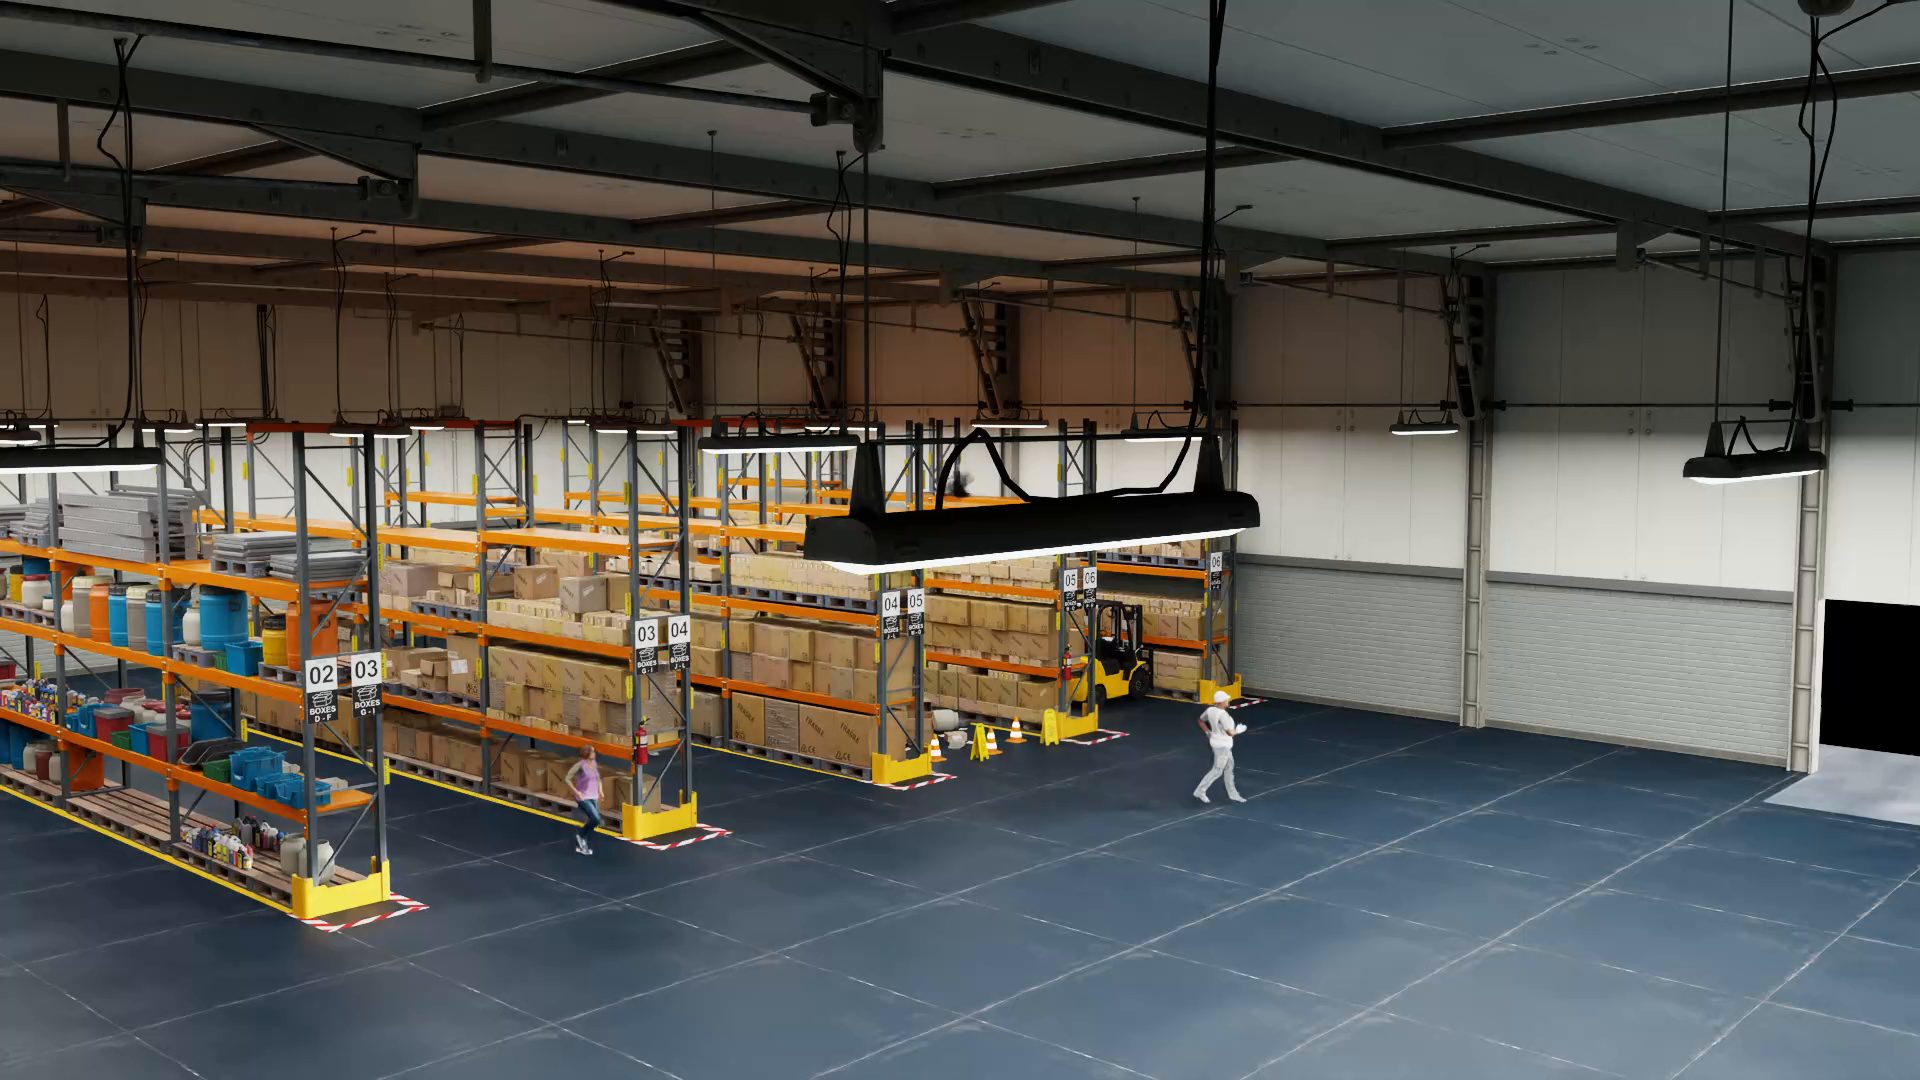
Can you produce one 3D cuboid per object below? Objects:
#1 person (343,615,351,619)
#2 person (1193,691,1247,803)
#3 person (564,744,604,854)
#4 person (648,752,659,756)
[{"bbox_3d":[-13.870,2.479,37.407,0.712,1.601,0.538,-3,6,-36],"label":"person"},{"bbox_3d":[4.110,3.273,26.203,0.928,1.810,0.677,-1,5,-9],"label":"person"},{"bbox_3d":[-5.209,3.646,23.336,0.515,1.565,0.560,3,5,30],"label":"person"},{"bbox_3d":[-5.700,3.020,30.165,0.738,1.738,0.712,4,6,41],"label":"person"}]
